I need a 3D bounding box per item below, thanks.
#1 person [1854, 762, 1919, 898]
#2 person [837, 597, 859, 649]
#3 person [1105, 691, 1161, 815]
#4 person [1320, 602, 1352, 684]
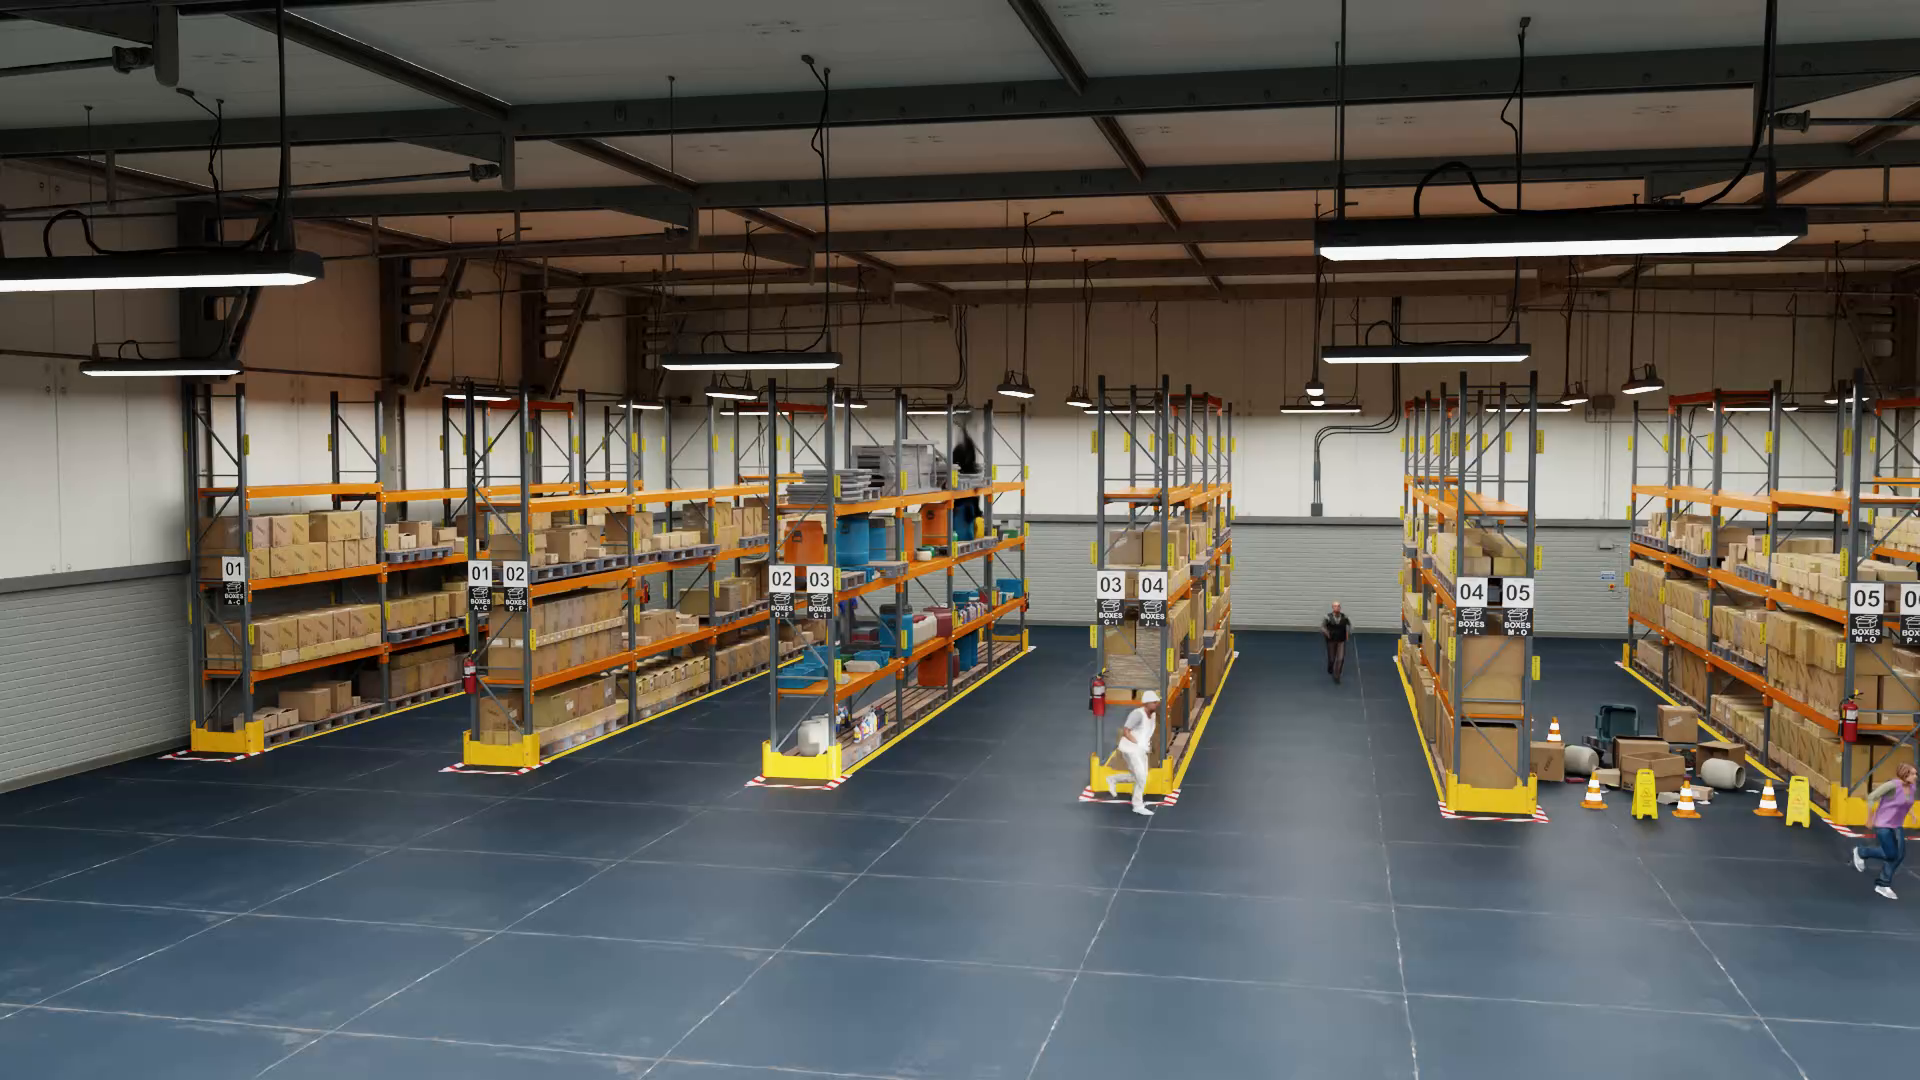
[{"bbox_3d":[10.325,3.198,18.548,0.532,1.537,0.712,-2,4,-26],"label":"person"},{"bbox_3d":[-2.548,1.838,37.734,0.574,1.718,0.886,0,3,8],"label":"person"},{"bbox_3d":[2.337,2.878,22.568,0.853,1.710,0.680,2,4,37],"label":"person"},{"bbox_3d":[7.955,2.166,35.169,0.671,1.721,0.798,0,3,5],"label":"person"}]
